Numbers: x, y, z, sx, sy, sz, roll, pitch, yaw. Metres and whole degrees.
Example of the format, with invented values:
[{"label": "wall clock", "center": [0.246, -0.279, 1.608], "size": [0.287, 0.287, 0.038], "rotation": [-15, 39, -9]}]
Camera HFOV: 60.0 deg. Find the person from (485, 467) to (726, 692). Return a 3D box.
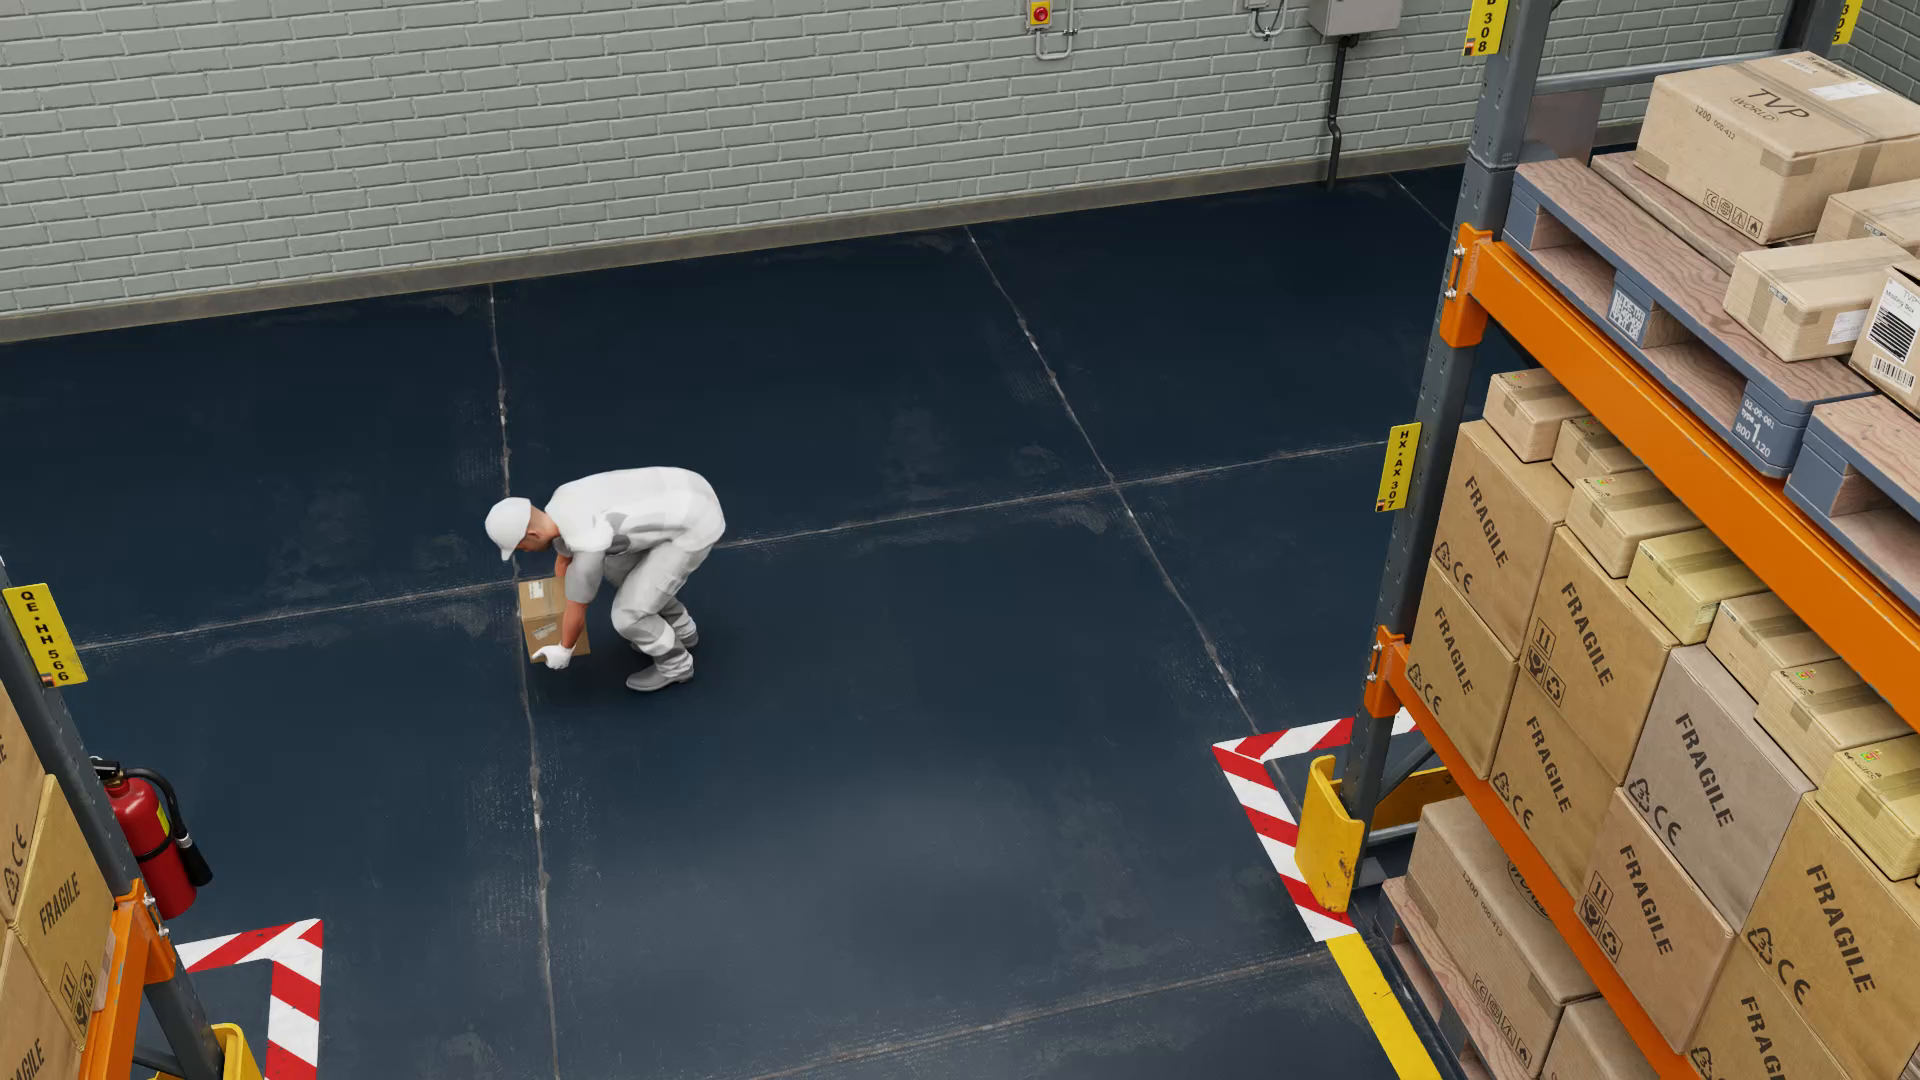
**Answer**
[{"label": "person", "center": [-1.462, 0.173, 7.082], "size": [0.958, 1.039, 0.522], "rotation": [-11, 39, -14]}]
